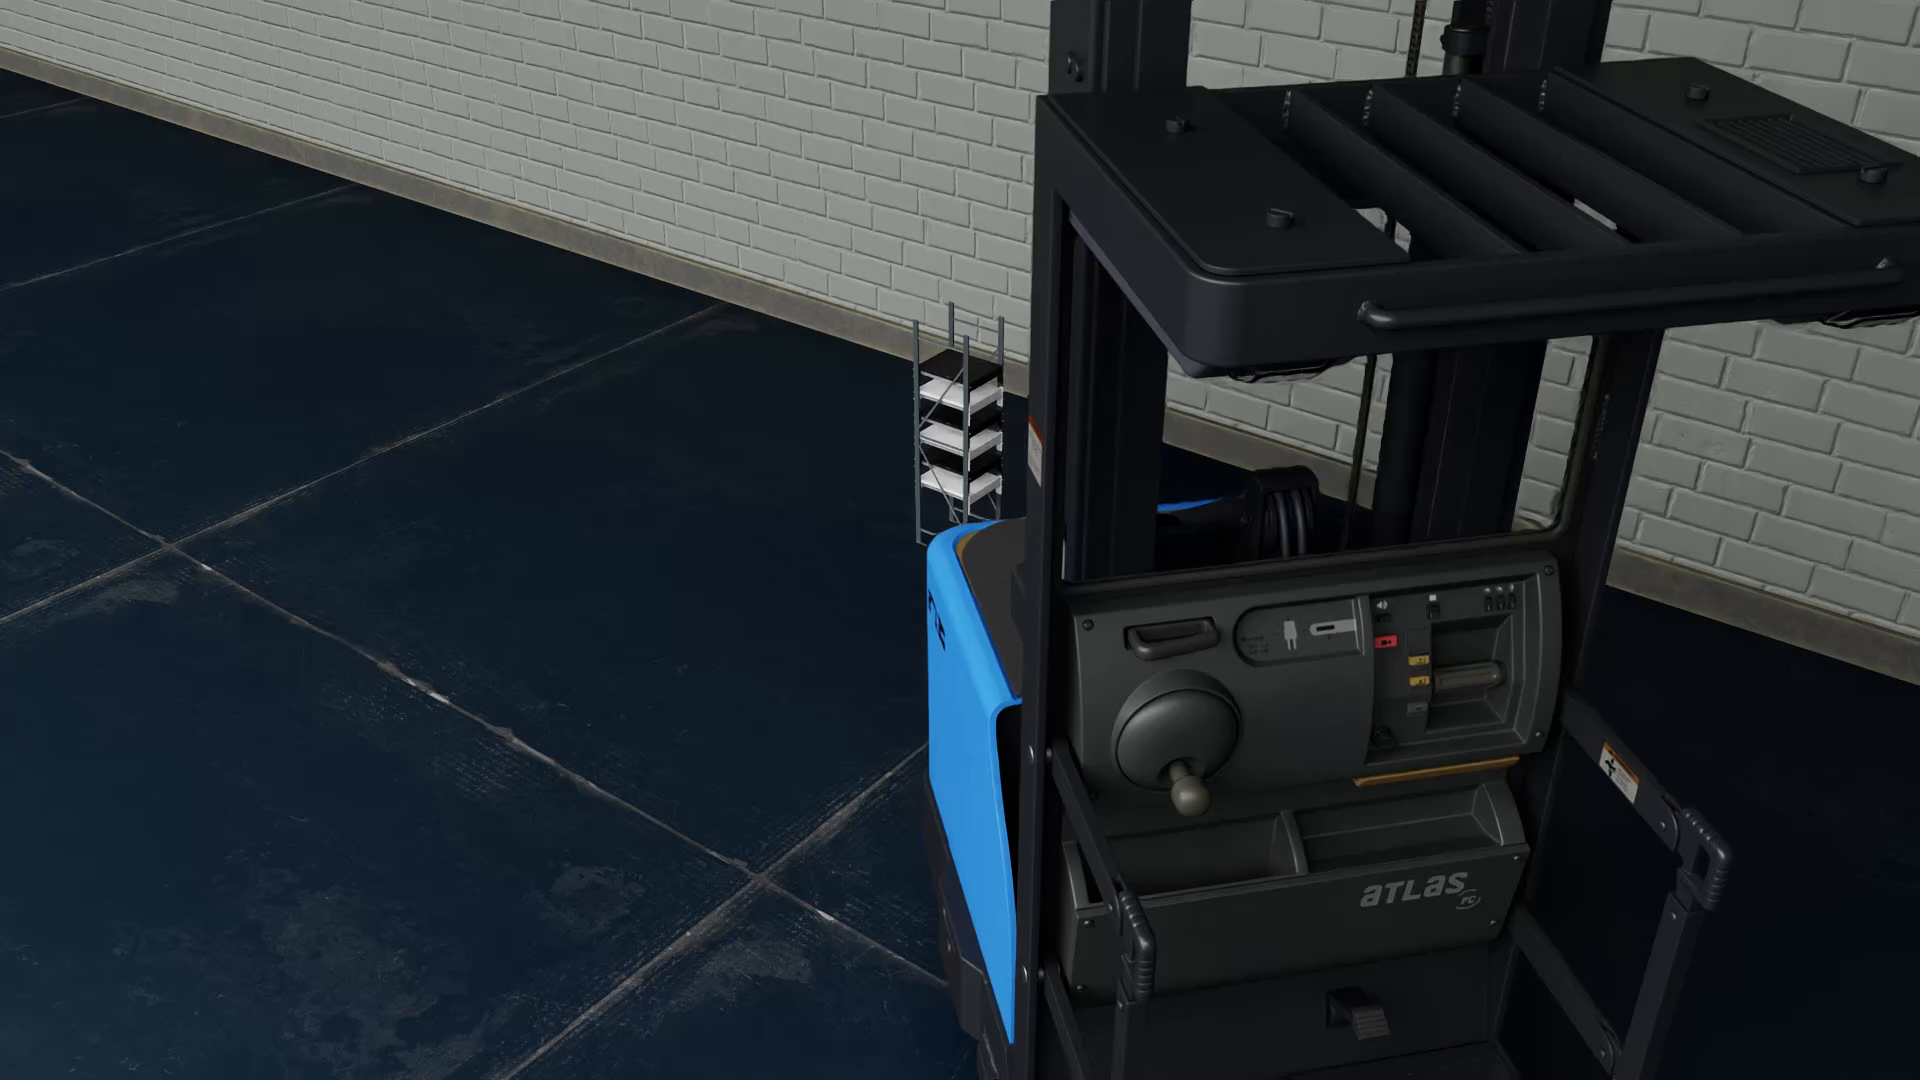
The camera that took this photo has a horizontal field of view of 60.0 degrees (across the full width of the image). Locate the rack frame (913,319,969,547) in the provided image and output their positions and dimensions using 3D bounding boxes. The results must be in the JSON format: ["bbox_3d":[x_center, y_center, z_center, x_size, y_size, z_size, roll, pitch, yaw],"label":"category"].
[{"bbox_3d":[-0.066,-0.342,5.945,0.240,0.900,0.006,21,37,31],"label":"rack frame"}]

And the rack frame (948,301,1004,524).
[{"bbox_3d":[0.056,-0.425,6.085,0.240,0.900,0.006,21,37,31],"label":"rack frame"}]

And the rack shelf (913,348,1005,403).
[{"bbox_3d":[-0.005,-0.587,5.894,0.258,0.077,0.200,21,37,31],"label":"rack shelf"}]

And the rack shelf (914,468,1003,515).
[{"bbox_3d":[-0.005,-0.200,6.124,0.258,0.077,0.200,21,37,31],"label":"rack shelf"}]

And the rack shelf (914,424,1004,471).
[{"bbox_3d":[-0.005,-0.355,6.032,0.258,0.077,0.200,21,37,31],"label":"rack shelf"}]

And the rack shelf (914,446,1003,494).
[{"bbox_3d":[-0.005,-0.278,6.078,0.258,0.077,0.200,21,37,31],"label":"rack shelf"}]

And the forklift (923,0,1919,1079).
[{"bbox_3d":[0.706,0.311,2.850,1.130,2.935,3.031,-6,31,-10],"label":"forklift"}]

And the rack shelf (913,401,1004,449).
[{"bbox_3d":[-0.005,-0.433,5.986,0.258,0.077,0.200,21,37,31],"label":"rack shelf"}]

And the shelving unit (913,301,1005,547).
[{"bbox_3d":[-0.005,-0.384,6.015,0.258,0.900,0.210,21,37,31],"label":"shelving unit"}]

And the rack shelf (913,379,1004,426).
[{"bbox_3d":[-0.005,-0.510,5.940,0.258,0.077,0.200,21,37,31],"label":"rack shelf"}]
